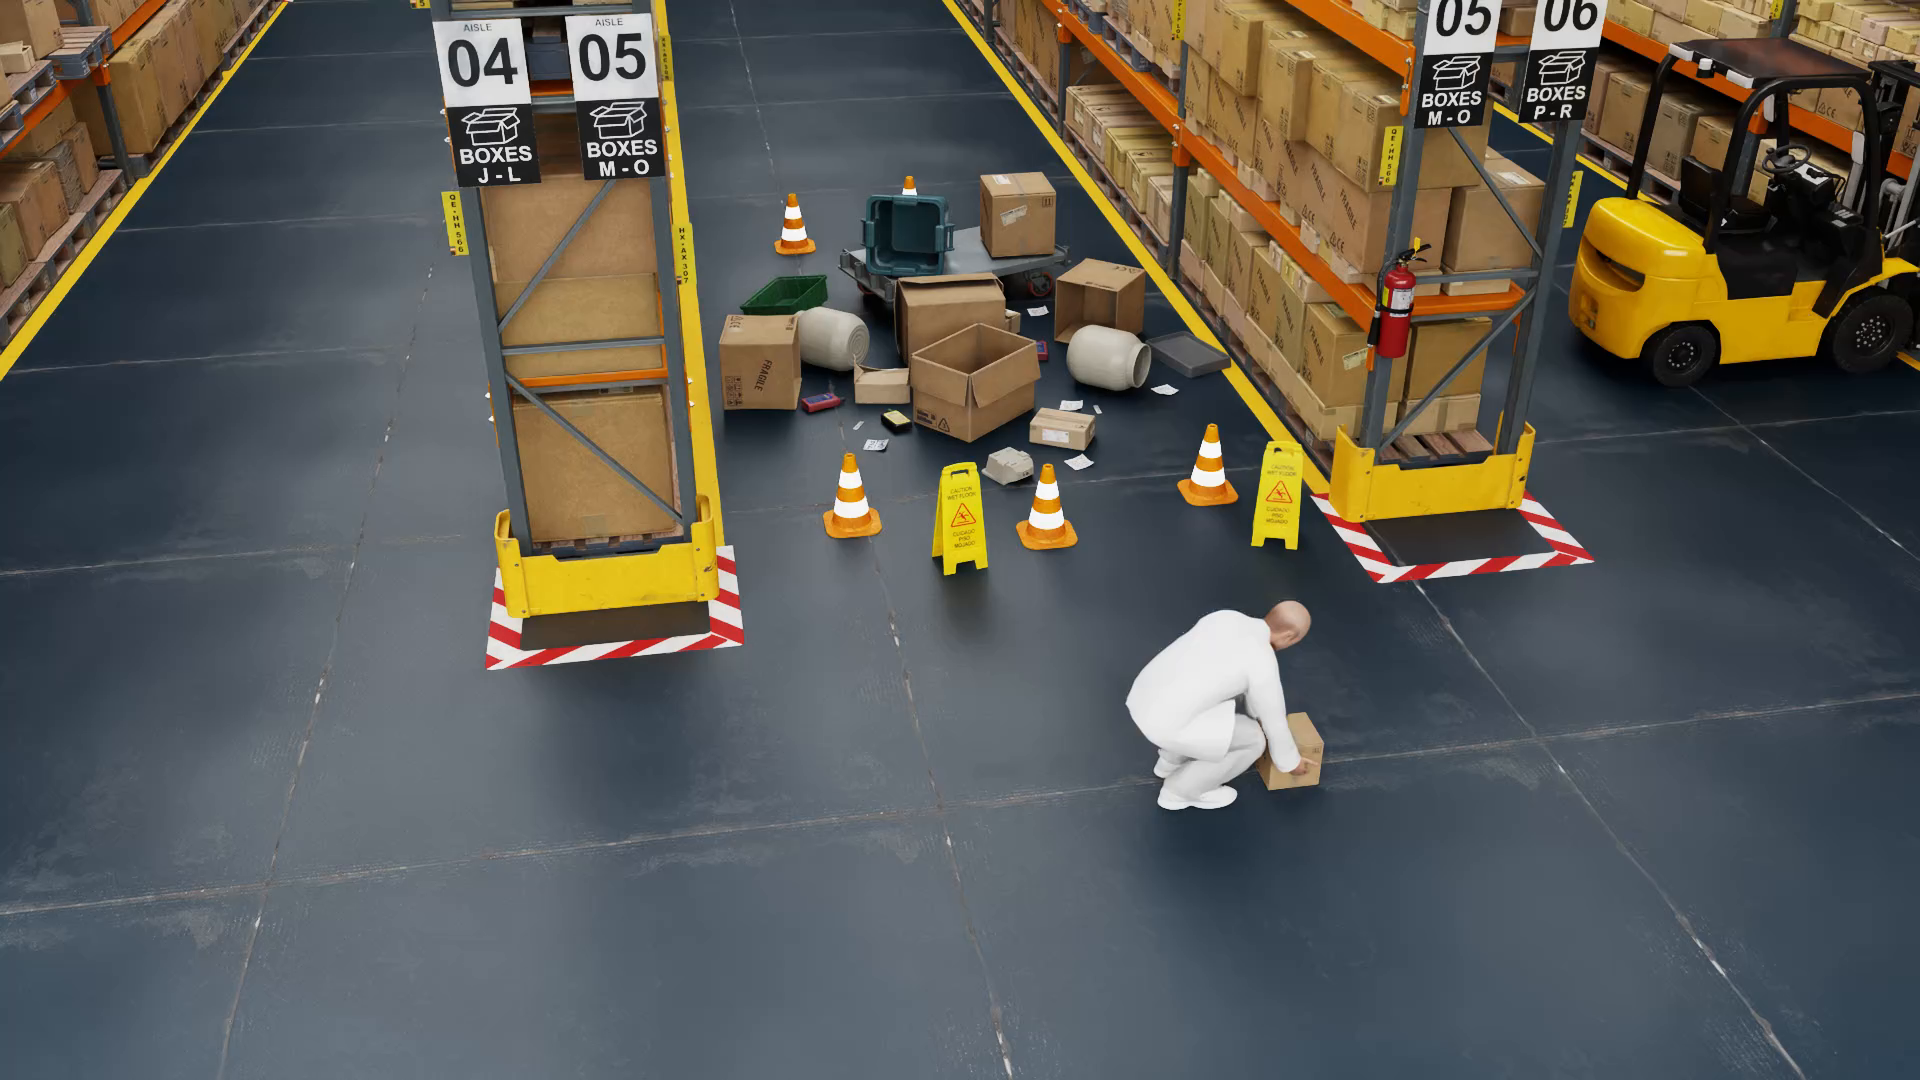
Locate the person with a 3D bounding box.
[{"bbox_3d":[1.210,0.756,7.729,0.895,0.907,0.611,-5,31,-9],"label":"person"}]
